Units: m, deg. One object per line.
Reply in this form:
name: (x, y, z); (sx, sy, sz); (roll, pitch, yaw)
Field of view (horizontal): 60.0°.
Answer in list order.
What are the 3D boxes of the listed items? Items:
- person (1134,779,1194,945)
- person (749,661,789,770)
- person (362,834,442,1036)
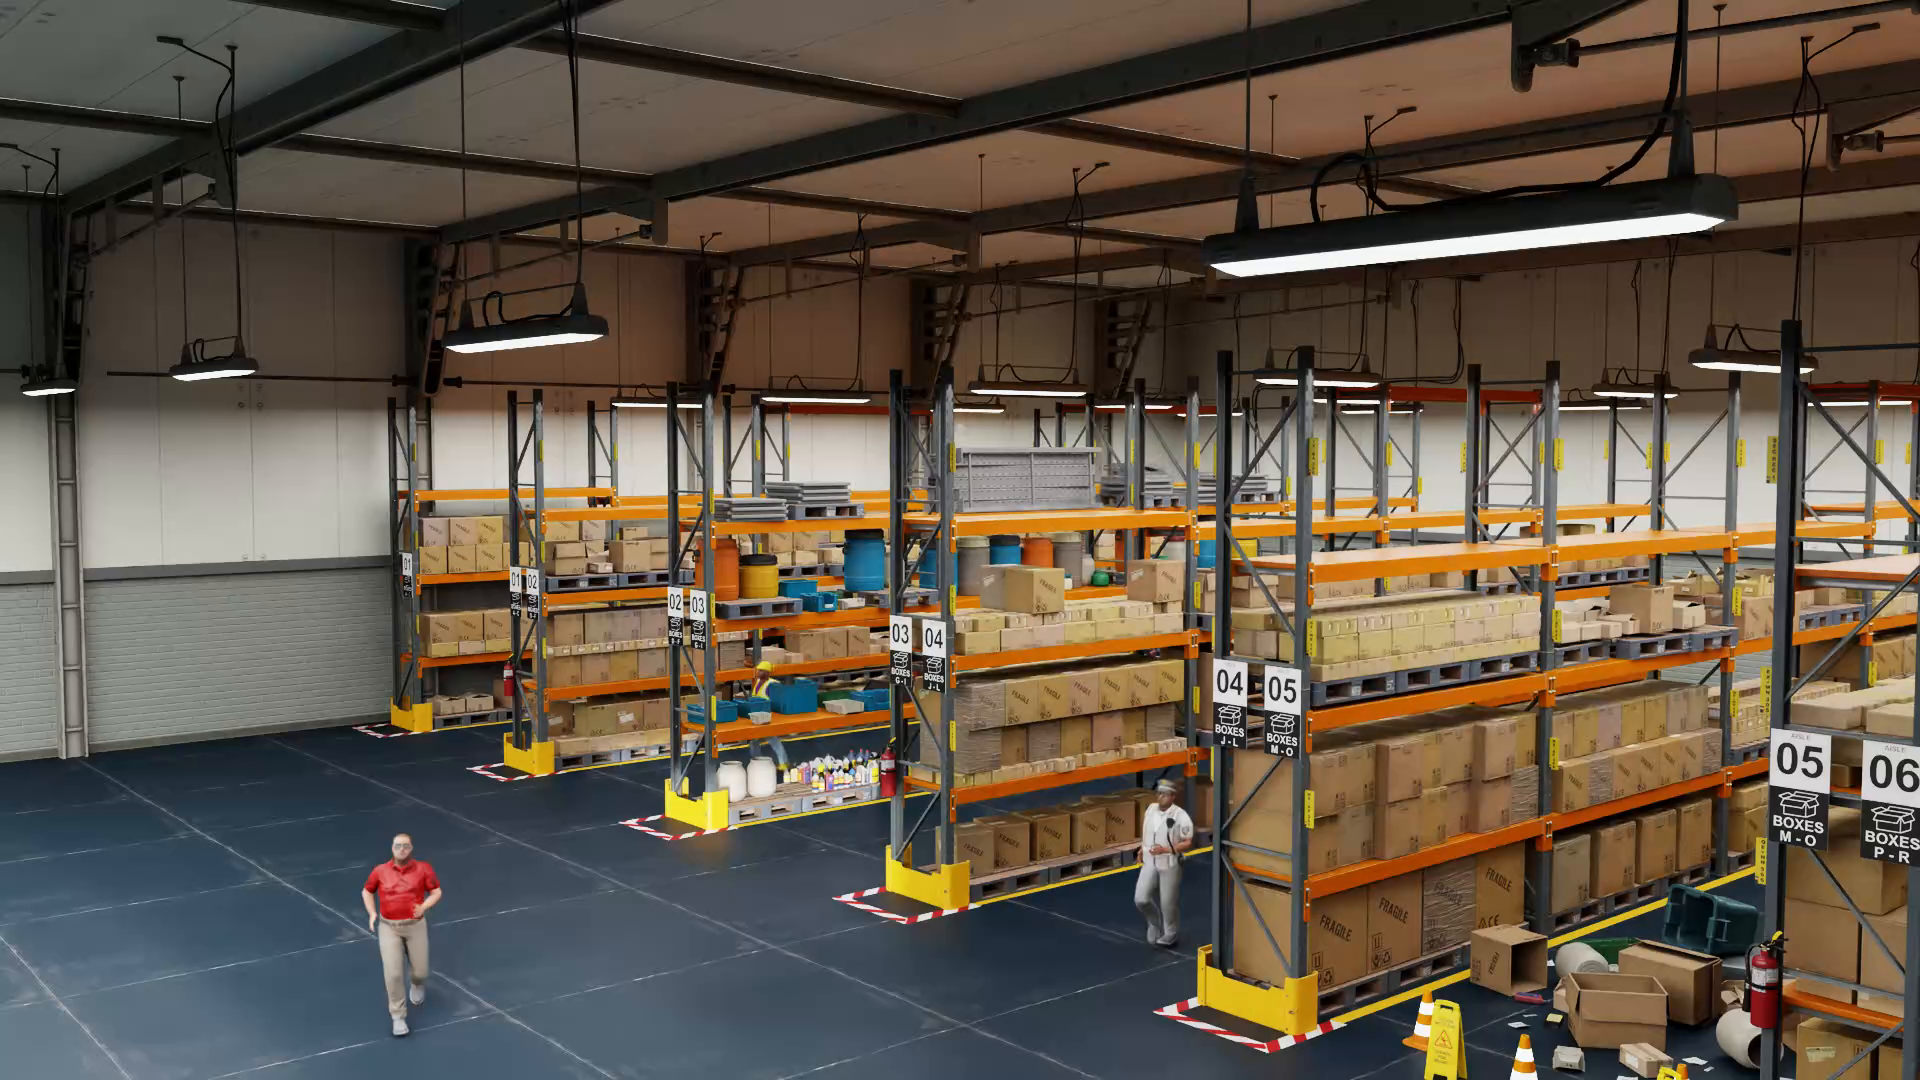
person: (2.052, 3.292, 16.930); (0.639, 1.741, 0.622); (2, 4, 33)
person: (-2.979, 2.782, 25.804); (0.680, 1.822, 0.794); (3, 4, 41)
person: (-4.952, 3.457, 14.772); (0.675, 1.681, 0.809); (-1, 4, -18)
